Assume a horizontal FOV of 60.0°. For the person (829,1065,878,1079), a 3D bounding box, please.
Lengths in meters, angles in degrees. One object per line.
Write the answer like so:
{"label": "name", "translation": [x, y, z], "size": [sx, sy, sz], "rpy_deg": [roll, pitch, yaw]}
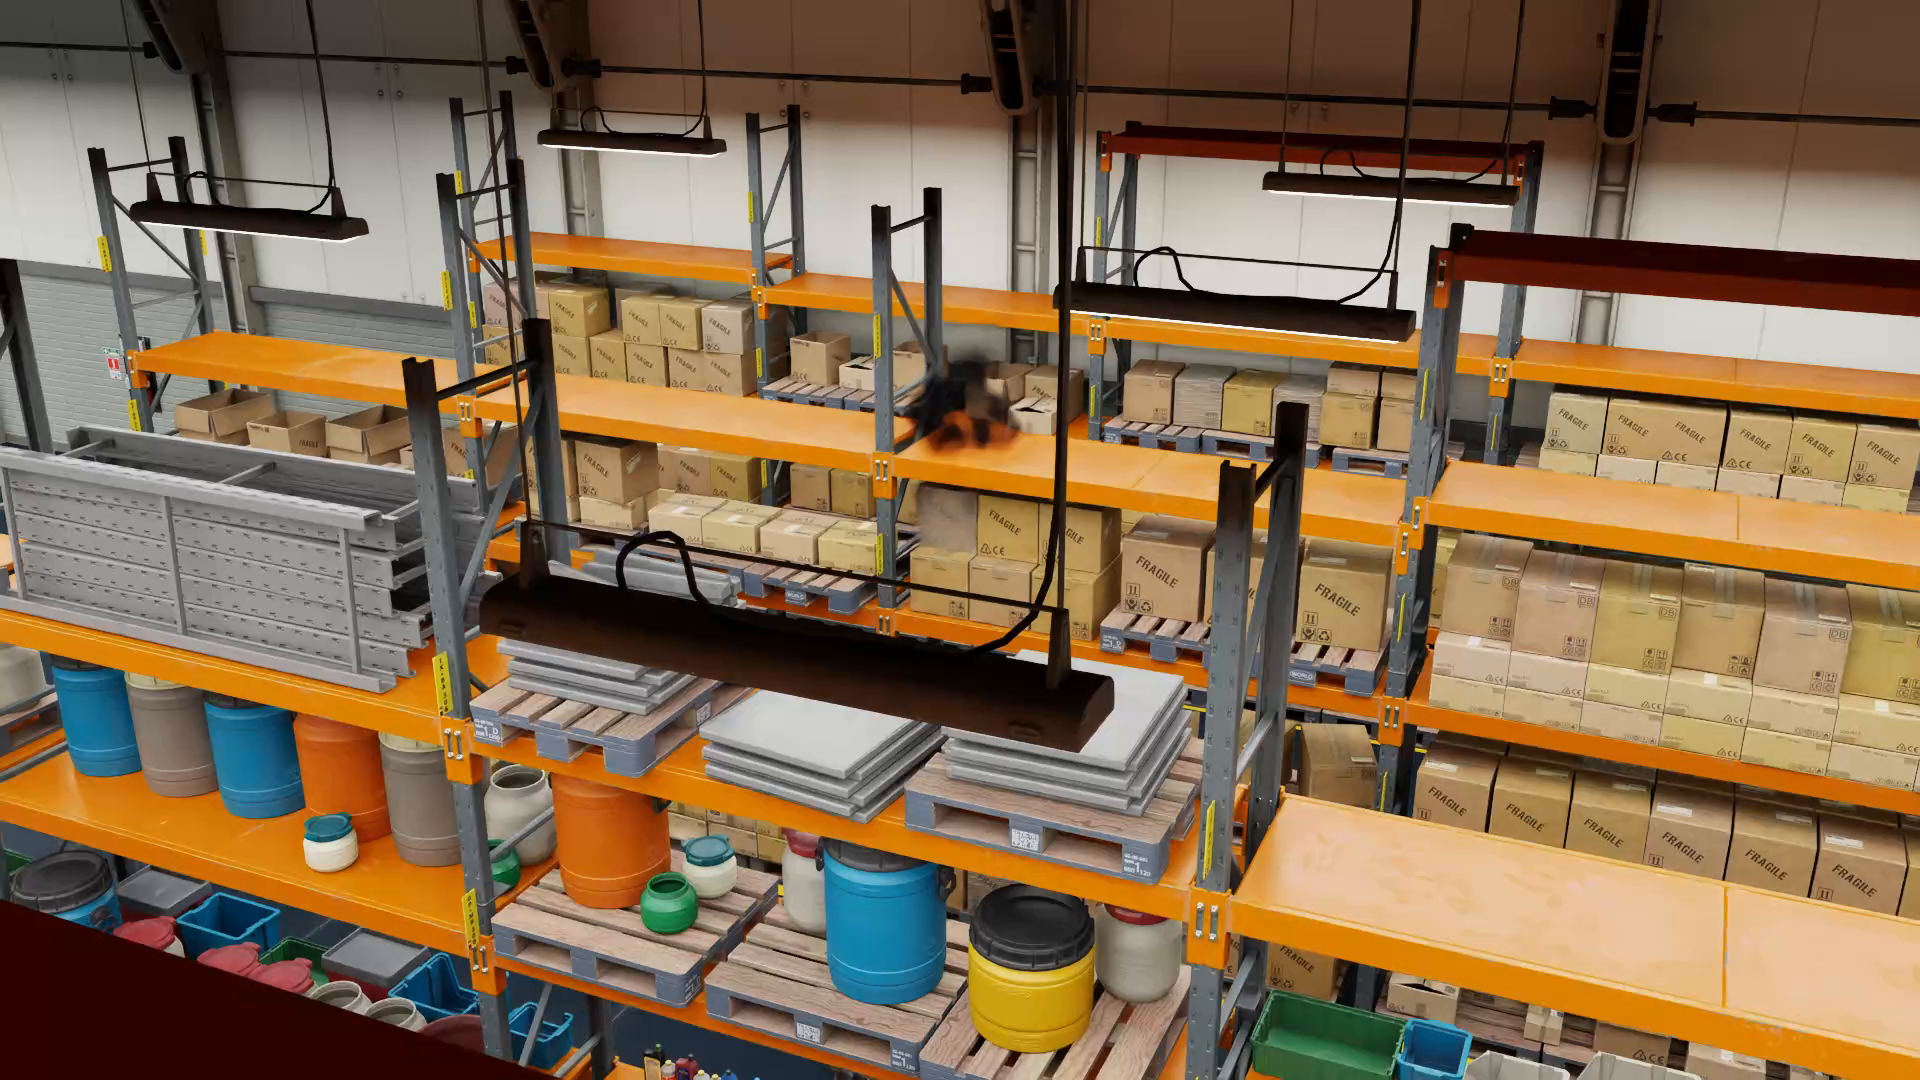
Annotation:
{"label": "person", "translation": [-0.829, 3.136, 11.828], "size": [0.694, 1.777, 0.628], "rpy_deg": [6, 21, 16]}
